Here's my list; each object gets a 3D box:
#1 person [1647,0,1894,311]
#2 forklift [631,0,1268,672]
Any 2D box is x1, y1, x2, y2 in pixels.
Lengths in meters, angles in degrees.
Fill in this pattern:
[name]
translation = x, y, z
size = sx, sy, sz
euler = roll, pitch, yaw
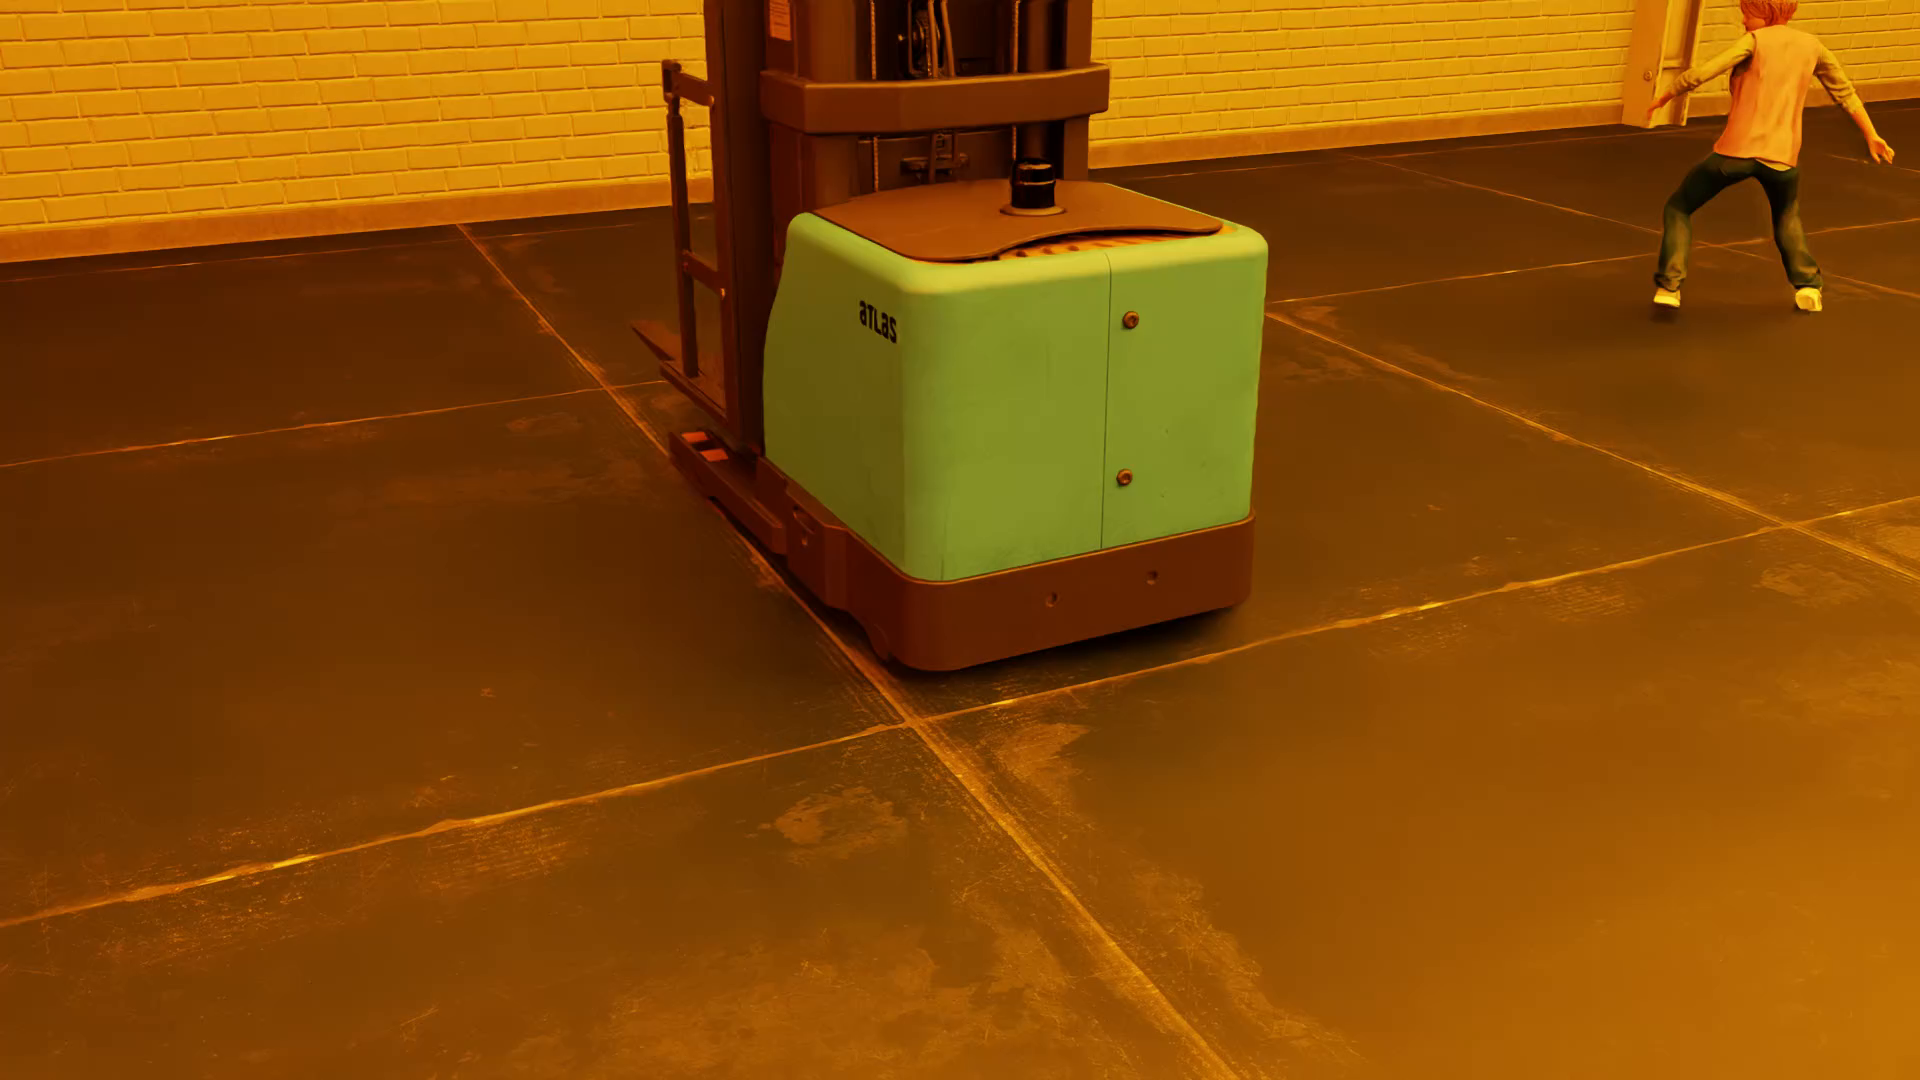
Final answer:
[person]
translation = 3.562, -1.679, 7.396
size = 0.921, 1.524, 0.517
euler = 1, 23, 3
[forklift]
translation = -0.322, -1.554, 5.027
size = 1.130, 2.935, 3.031
euler = -11, 25, -25
